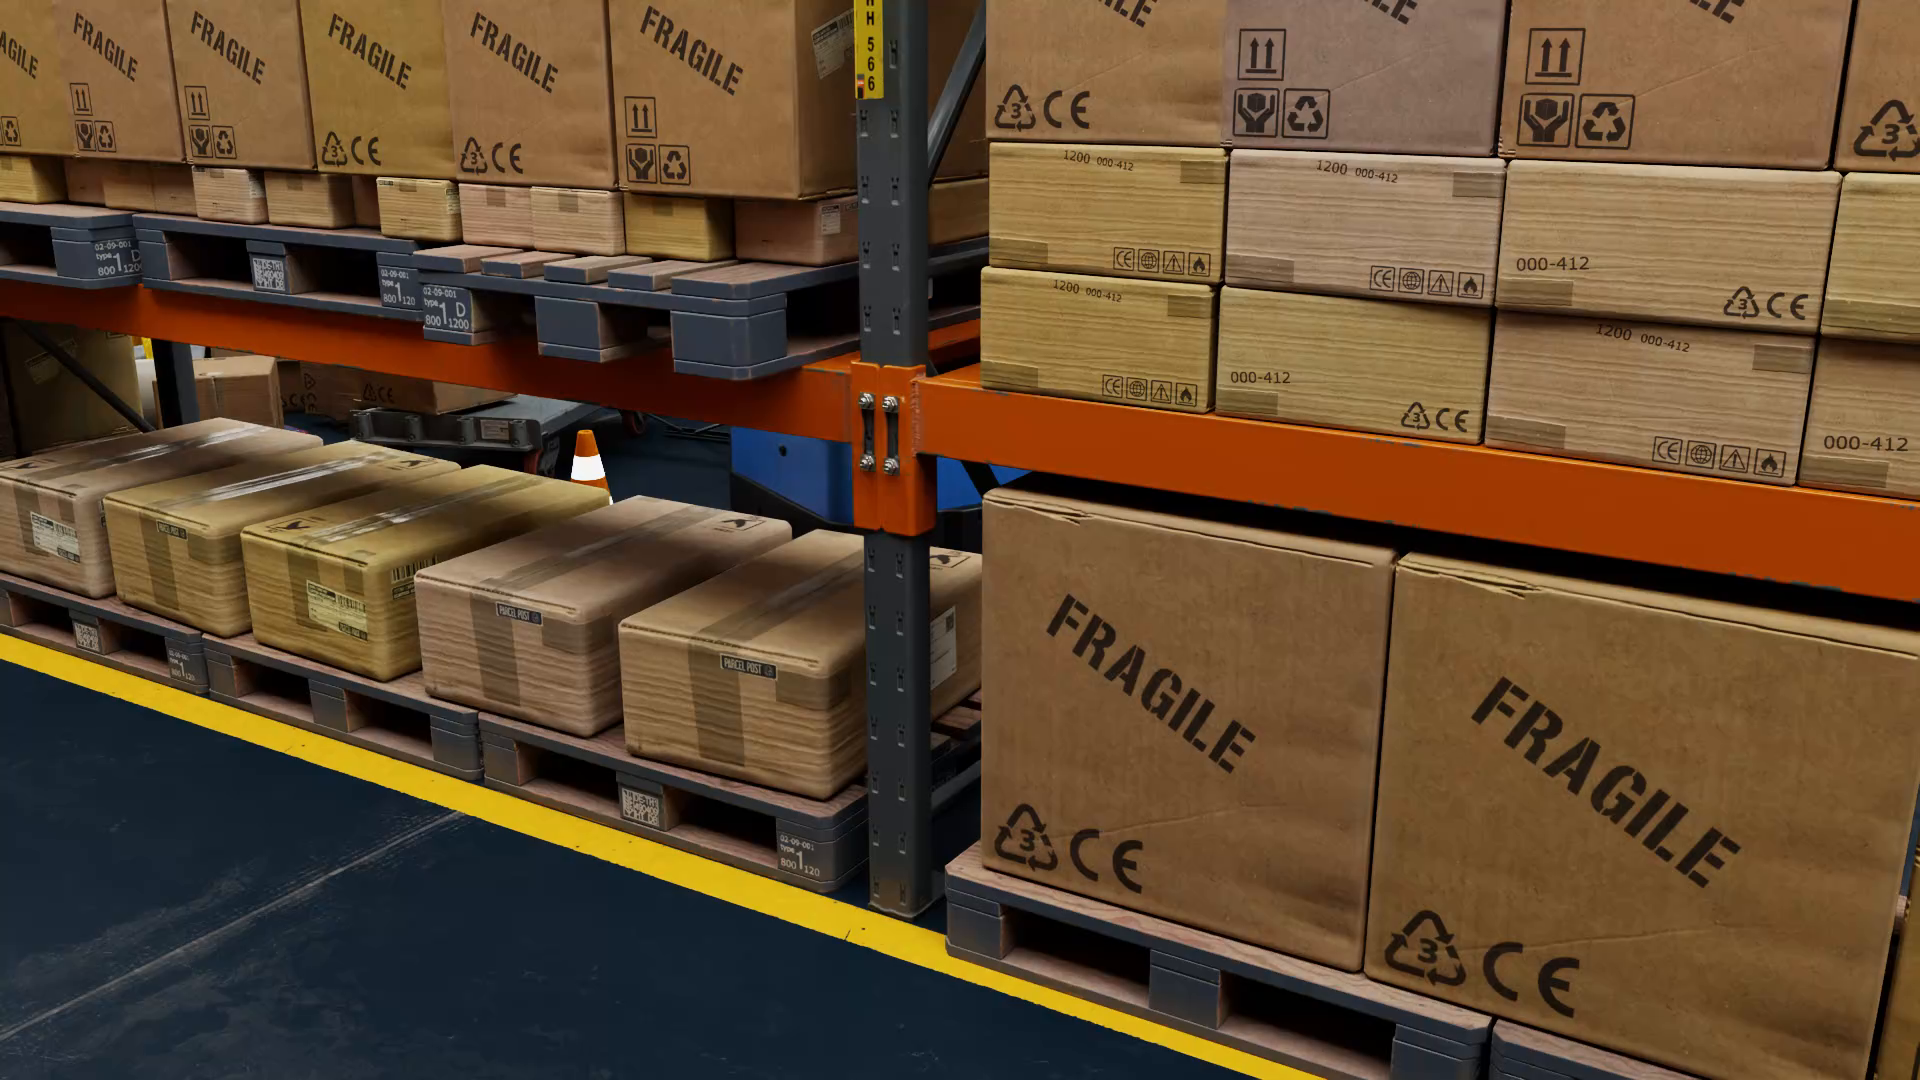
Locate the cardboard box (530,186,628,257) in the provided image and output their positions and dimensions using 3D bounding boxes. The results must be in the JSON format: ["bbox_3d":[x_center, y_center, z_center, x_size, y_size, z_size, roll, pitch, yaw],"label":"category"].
[{"bbox_3d":[-0.811,-0.789,4.027,0.250,0.149,0.380,10,20,30],"label":"cardboard box"}]

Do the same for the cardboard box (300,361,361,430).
[{"bbox_3d":[-3.098,-0.973,8.986,0.503,0.637,0.797,10,20,30],"label":"cardboard box"}]

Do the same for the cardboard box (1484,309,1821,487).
[{"bbox_3d":[1.272,-0.303,2.975,0.500,0.250,0.500,11,20,32],"label":"cardboard box"}]

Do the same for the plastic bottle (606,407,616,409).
[{"bbox_3d":[-1.834,-0.778,9.338,0.283,0.061,0.133,0,17,1],"label":"plastic bottle"}]

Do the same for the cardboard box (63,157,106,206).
[{"bbox_3d":[-2.517,-1.129,5.146,0.250,0.149,0.380,12,20,34],"label":"cardboard box"}]

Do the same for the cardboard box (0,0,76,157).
[{"bbox_3d":[-2.636,-1.448,5.079,0.500,0.500,0.500,10,20,30],"label":"cardboard box"}]

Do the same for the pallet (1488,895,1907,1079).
[{"bbox_3d":[1.764,0.992,3.251,1.213,0.211,1.003,10,20,30],"label":"pallet"}]

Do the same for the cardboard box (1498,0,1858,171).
[{"bbox_3d":[1.249,-0.901,2.796,0.500,0.500,0.500,11,20,32],"label":"cardboard box"}]

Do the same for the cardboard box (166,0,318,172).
[{"bbox_3d":[-1.779,-1.293,4.572,0.500,0.500,0.500,9,19,28],"label":"cardboard box"}]

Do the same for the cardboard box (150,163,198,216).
[{"bbox_3d":[-2.110,-1.041,4.858,0.250,0.149,0.380,10,20,30],"label":"cardboard box"}]

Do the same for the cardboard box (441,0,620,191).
[{"bbox_3d":[-0.883,-1.134,4.046,0.500,0.500,0.500,10,19,29],"label":"cardboard box"}]

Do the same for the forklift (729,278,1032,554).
[{"bbox_3d":[0.585,-1.506,6.798,3.031,2.935,1.130,-10,20,-30],"label":"forklift"}]

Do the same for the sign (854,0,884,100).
[{"bbox_3d":[-0.180,-1.047,3.310,0.005,0.325,0.100,10,20,30],"label":"sign"}]

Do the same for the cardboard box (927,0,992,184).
[{"bbox_3d":[-0.167,-1.183,4.209,0.500,0.500,0.500,9,19,29],"label":"cardboard box"}]

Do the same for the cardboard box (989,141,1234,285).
[{"bbox_3d":[0.398,-0.696,3.408,0.500,0.250,0.500,10,20,30],"label":"cardboard box"}]

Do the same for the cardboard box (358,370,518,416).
[{"bbox_3d":[-2.407,-0.886,7.637,0.500,0.500,0.500,10,20,30],"label":"cardboard box"}]

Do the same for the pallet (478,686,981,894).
[{"bbox_3d":[-0.569,0.549,4.712,1.213,0.211,1.003,10,20,30],"label":"pallet"}]

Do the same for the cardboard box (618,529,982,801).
[{"bbox_3d":[-0.380,0.302,4.526,0.625,0.372,0.950,9,19,26],"label":"cardboard box"}]

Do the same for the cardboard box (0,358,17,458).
[{"bbox_3d":[-3.957,-0.542,6.224,0.500,0.500,0.500,10,19,29],"label":"cardboard box"}]

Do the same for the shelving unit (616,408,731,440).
[{"bbox_3d":[-0.840,-1.026,8.220,1.500,1.048,0.538,8,-8,24],"label":"shelving unit"}]

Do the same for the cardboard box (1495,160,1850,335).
[{"bbox_3d":[1.256,-0.538,2.889,0.500,0.250,0.500,10,20,30],"label":"cardboard box"}]

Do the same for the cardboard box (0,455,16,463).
[{"bbox_3d":[-3.957,-0.183,6.332,0.500,0.250,0.500,11,20,33],"label":"cardboard box"}]

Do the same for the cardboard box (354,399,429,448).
[{"bbox_3d":[-2.884,-0.622,8.472,0.396,0.266,0.258,-2,17,-8],"label":"cardboard box"}]

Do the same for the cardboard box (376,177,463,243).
[{"bbox_3d":[-1.263,-0.867,4.286,0.250,0.149,0.380,11,20,31],"label":"cardboard box"}]

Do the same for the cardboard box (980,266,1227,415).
[{"bbox_3d":[0.381,-0.458,3.486,0.500,0.250,0.500,10,19,29],"label":"cardboard box"}]

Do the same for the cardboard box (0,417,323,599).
[{"bbox_3d":[-2.864,-0.139,5.977,0.625,0.372,0.950,10,20,31],"label":"cardboard box"}]

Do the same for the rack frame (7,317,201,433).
[{"bbox_3d":[-3.313,-1.275,5.917,0.127,3.000,1.000,10,20,30],"label":"rack frame"}]

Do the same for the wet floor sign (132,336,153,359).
[{"bbox_3d":[-5.278,-1.512,10.749,0.232,0.644,0.267,7,18,21],"label":"wet floor sign"}]

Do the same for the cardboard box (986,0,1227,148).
[{"bbox_3d":[0.388,-1.057,3.308,0.500,0.500,0.500,9,19,28],"label":"cardboard box"}]

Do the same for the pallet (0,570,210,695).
[{"bbox_3d":[-2.649,0.178,5.934,1.213,0.211,1.003,10,20,30],"label":"pallet"}]

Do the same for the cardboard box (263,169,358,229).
[{"bbox_3d":[-1.668,-0.955,4.573,0.250,0.149,0.380,9,19,28],"label":"cardboard box"}]

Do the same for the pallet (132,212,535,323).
[{"bbox_3d":[-1.612,-0.866,4.900,1.213,0.211,1.003,10,20,30],"label":"pallet"}]

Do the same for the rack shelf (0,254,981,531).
[{"bbox_3d":[-1.608,-0.626,5.020,4.000,0.370,1.077,10,20,30],"label":"rack shelf"}]

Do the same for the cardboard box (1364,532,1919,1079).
[{"bbox_3d":[1.399,0.412,3.298,0.875,0.875,0.875,10,20,31],"label":"cardboard box"}]

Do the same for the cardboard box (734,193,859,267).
[{"bbox_3d":[-0.307,-0.739,3.862,0.250,0.149,0.380,11,20,32],"label":"cardboard box"}]

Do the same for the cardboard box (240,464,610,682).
[{"bbox_3d":[-1.657,0.075,5.273,0.625,0.372,0.950,11,20,32],"label":"cardboard box"}]
